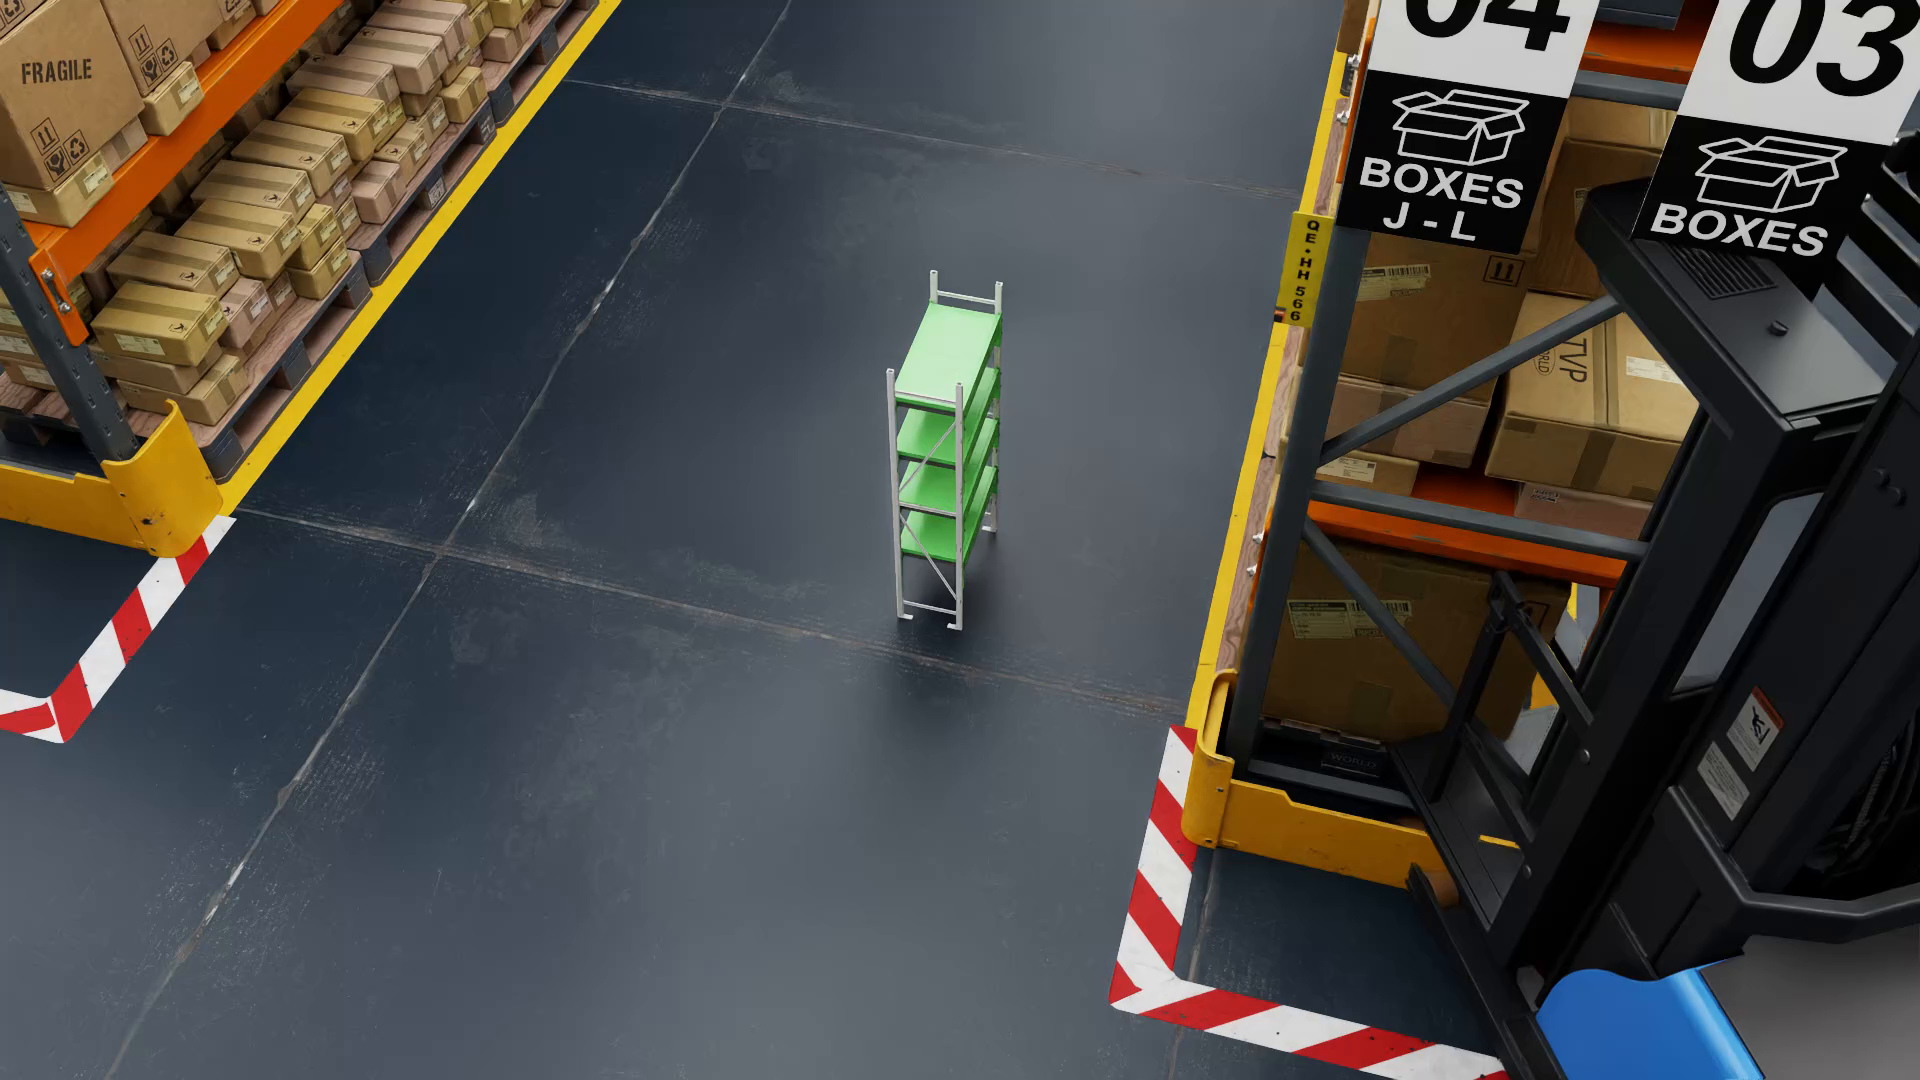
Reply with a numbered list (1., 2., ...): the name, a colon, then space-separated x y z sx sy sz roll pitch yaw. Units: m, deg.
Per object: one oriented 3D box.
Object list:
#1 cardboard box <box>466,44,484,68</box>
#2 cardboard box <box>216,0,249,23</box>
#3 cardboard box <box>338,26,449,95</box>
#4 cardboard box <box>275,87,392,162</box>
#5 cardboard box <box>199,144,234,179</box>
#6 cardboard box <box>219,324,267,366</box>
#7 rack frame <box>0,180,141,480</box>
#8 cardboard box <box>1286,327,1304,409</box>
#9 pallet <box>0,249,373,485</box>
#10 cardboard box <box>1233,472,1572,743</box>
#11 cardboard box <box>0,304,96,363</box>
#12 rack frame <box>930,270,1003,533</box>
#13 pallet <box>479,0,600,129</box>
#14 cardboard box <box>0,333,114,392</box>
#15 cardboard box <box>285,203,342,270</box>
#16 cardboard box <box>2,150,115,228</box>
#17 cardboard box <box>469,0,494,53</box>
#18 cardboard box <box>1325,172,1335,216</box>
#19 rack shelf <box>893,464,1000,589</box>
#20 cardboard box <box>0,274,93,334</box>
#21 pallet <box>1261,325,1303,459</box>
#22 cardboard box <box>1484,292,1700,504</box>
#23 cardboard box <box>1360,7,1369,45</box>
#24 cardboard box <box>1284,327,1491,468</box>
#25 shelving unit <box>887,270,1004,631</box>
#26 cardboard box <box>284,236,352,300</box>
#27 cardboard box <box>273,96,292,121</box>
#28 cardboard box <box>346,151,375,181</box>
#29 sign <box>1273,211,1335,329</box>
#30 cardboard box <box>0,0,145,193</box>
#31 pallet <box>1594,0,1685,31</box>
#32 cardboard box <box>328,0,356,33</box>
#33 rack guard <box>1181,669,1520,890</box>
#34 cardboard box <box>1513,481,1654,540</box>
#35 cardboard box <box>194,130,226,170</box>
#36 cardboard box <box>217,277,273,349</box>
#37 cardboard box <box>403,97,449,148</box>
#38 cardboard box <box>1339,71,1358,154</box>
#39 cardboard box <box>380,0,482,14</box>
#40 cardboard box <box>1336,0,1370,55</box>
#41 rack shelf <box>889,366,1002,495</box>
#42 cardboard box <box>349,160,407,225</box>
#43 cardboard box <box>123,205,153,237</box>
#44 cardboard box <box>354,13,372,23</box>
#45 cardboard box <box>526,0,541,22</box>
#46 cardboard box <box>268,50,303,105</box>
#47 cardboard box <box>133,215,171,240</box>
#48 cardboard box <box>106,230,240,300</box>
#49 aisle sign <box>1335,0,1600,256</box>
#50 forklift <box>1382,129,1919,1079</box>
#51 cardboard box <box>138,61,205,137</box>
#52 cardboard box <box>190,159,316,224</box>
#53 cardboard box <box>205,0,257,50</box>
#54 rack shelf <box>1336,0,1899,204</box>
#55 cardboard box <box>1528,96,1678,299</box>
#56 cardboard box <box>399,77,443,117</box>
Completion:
1. cardboard box: -2.502 -2.294 7.895 0.380 0.149 0.250 10 49 9
2. cardboard box: -2.795 -2.243 5.964 0.500 0.500 0.500 12 50 11
3. cardboard box: -2.499 -2.117 7.342 0.380 0.149 0.250 10 49 9
4. cardboard box: -2.644 -1.758 7.025 0.380 0.149 0.250 12 50 11
5. cardboard box: -3.315 -1.583 7.069 0.380 0.149 0.250 12 50 11
6. cardboard box: -3.001 -0.814 6.590 0.380 0.149 0.250 11 50 10
7. rack frame: -3.437 -1.098 5.218 1.000 3.000 0.127 12 50 10
8. cardboard box: 1.164 -0.474 4.835 0.380 0.149 0.250 12 50 10
9. pallet: -3.169 -0.810 6.825 1.003 0.211 1.213 12 50 10
10. cardboard box: 1.413 0.040 5.351 0.875 0.875 0.875 12 50 10
11. cardboard box: -3.574 -0.830 6.405 0.380 0.149 0.250 10 49 9
12. rack frame: 0.021 -0.454 5.850 0.240 1.200 0.015 12 50 10
13. pallet: -2.527 -2.575 8.382 1.003 0.211 1.213 12 50 10
14. cardboard box: -3.500 -0.715 6.502 0.380 0.149 0.250 12 50 11
15. cardboard box: -2.774 -1.266 6.789 0.380 0.149 0.250 13 50 11
16. cardboard box: -3.036 -1.184 5.462 0.380 0.149 0.250 11 50 10
17. cardboard box: -2.434 -2.437 7.823 0.380 0.149 0.250 12 50 10
18. cardboard box: 1.365 -1.024 5.321 0.380 0.149 0.250 11 49 9
19. rack shelf: -0.044 -0.076 5.922 0.258 0.148 0.480 12 50 10
20. cardboard box: -3.542 -0.923 6.289 0.380 0.149 0.250 12 50 10
21. pallet: 1.779 -0.596 6.636 1.003 0.211 1.213 12 50 10
22. cardboard box: 1.708 -0.388 4.494 0.500 0.250 0.500 10 49 9
23. cardboard box: 1.635 -1.770 5.979 0.380 0.149 0.250 12 50 10
24. cardboard box: 1.193 -0.497 4.590 0.500 0.250 0.500 11 49 9
25. shelving unit: -0.044 -0.277 5.694 0.258 1.200 0.503 12 50 10
26. cardboard box: -2.769 -1.159 6.893 0.380 0.149 0.250 12 50 10
27. cardboard box: -3.184 -1.969 7.411 0.380 0.149 0.250 12 50 10
28. cardboard box: -2.764 -1.681 7.156 0.380 0.149 0.250 14 50 12
29. sign: 0.802 -0.624 3.870 0.100 0.325 0.005 12 50 10
30. cardboard box: -3.052 -1.499 5.308 0.500 0.500 0.500 14 50 12
31. pallet: 1.507 -1.548 3.674 1.003 0.211 1.213 12 50 10
32. cardboard box: -3.016 -2.434 7.622 0.380 0.149 0.250 13 50 11
33. rack guard: 1.315 0.799 5.212 1.175 0.500 0.348 12 50 10
34. cardboard box: 1.733 -0.154 4.553 0.380 0.149 0.250 12 50 10
35. cardboard box: -3.329 -1.686 6.962 0.380 0.149 0.250 13 50 11
36. cardboard box: -2.925 -0.907 6.473 0.380 0.149 0.250 11 50 10
37. cardboard box: -2.565 -1.912 7.558 0.380 0.149 0.250 12 50 11
38. cardboard box: 1.461 -1.232 5.239 0.500 0.250 0.500 10 49 9
39. cardboard box: -2.458 -2.528 7.705 0.380 0.149 0.250 13 50 11
40. cardboard box: 2.523 -2.842 7.894 1.225 0.875 0.875 12 50 10
41. rack shelf: -0.044 -0.394 5.562 0.258 0.148 0.480 12 50 10
42. cardboard box: -2.644 -1.525 7.217 0.380 0.149 0.250 9 49 8
43. cardboard box: -3.475 -1.306 6.626 0.380 0.149 0.250 11 49 9
44. cardboard box: -2.872 -2.507 7.885 0.380 0.149 0.250 9 49 8
45. cardboard box: -2.308 -2.664 8.222 0.380 0.149 0.250 13 50 11
46. cardboard box: -3.111 -2.050 7.283 0.380 0.149 0.250 12 50 10
47. cardboard box: -3.438 -1.206 6.737 0.380 0.149 0.250 10 49 8
48. cardboard box: -3.015 -1.025 6.379 0.380 0.149 0.250 12 50 11
49. aisle sign: 1.013 -0.913 3.321 0.394 0.787 0.004 12 50 10
50. forklift: 1.983 0.143 4.169 1.130 2.935 3.031 -12 50 -10
51. cardboard box: -2.886 -1.560 5.794 0.380 0.149 0.250 10 49 9
52. cardboard box: -2.840 -1.378 6.690 0.380 0.149 0.250 9 49 8
53. cardboard box: -2.855 -1.966 6.152 0.380 0.149 0.250 11 50 10
54. rack shelf: 1.848 -2.247 4.712 1.077 0.370 4.000 12 50 10
55. cardboard box: 1.840 -0.998 4.532 0.500 0.500 0.500 10 49 9
56. cardboard box: -2.572 -2.059 7.489 0.380 0.149 0.250 9 49 8
